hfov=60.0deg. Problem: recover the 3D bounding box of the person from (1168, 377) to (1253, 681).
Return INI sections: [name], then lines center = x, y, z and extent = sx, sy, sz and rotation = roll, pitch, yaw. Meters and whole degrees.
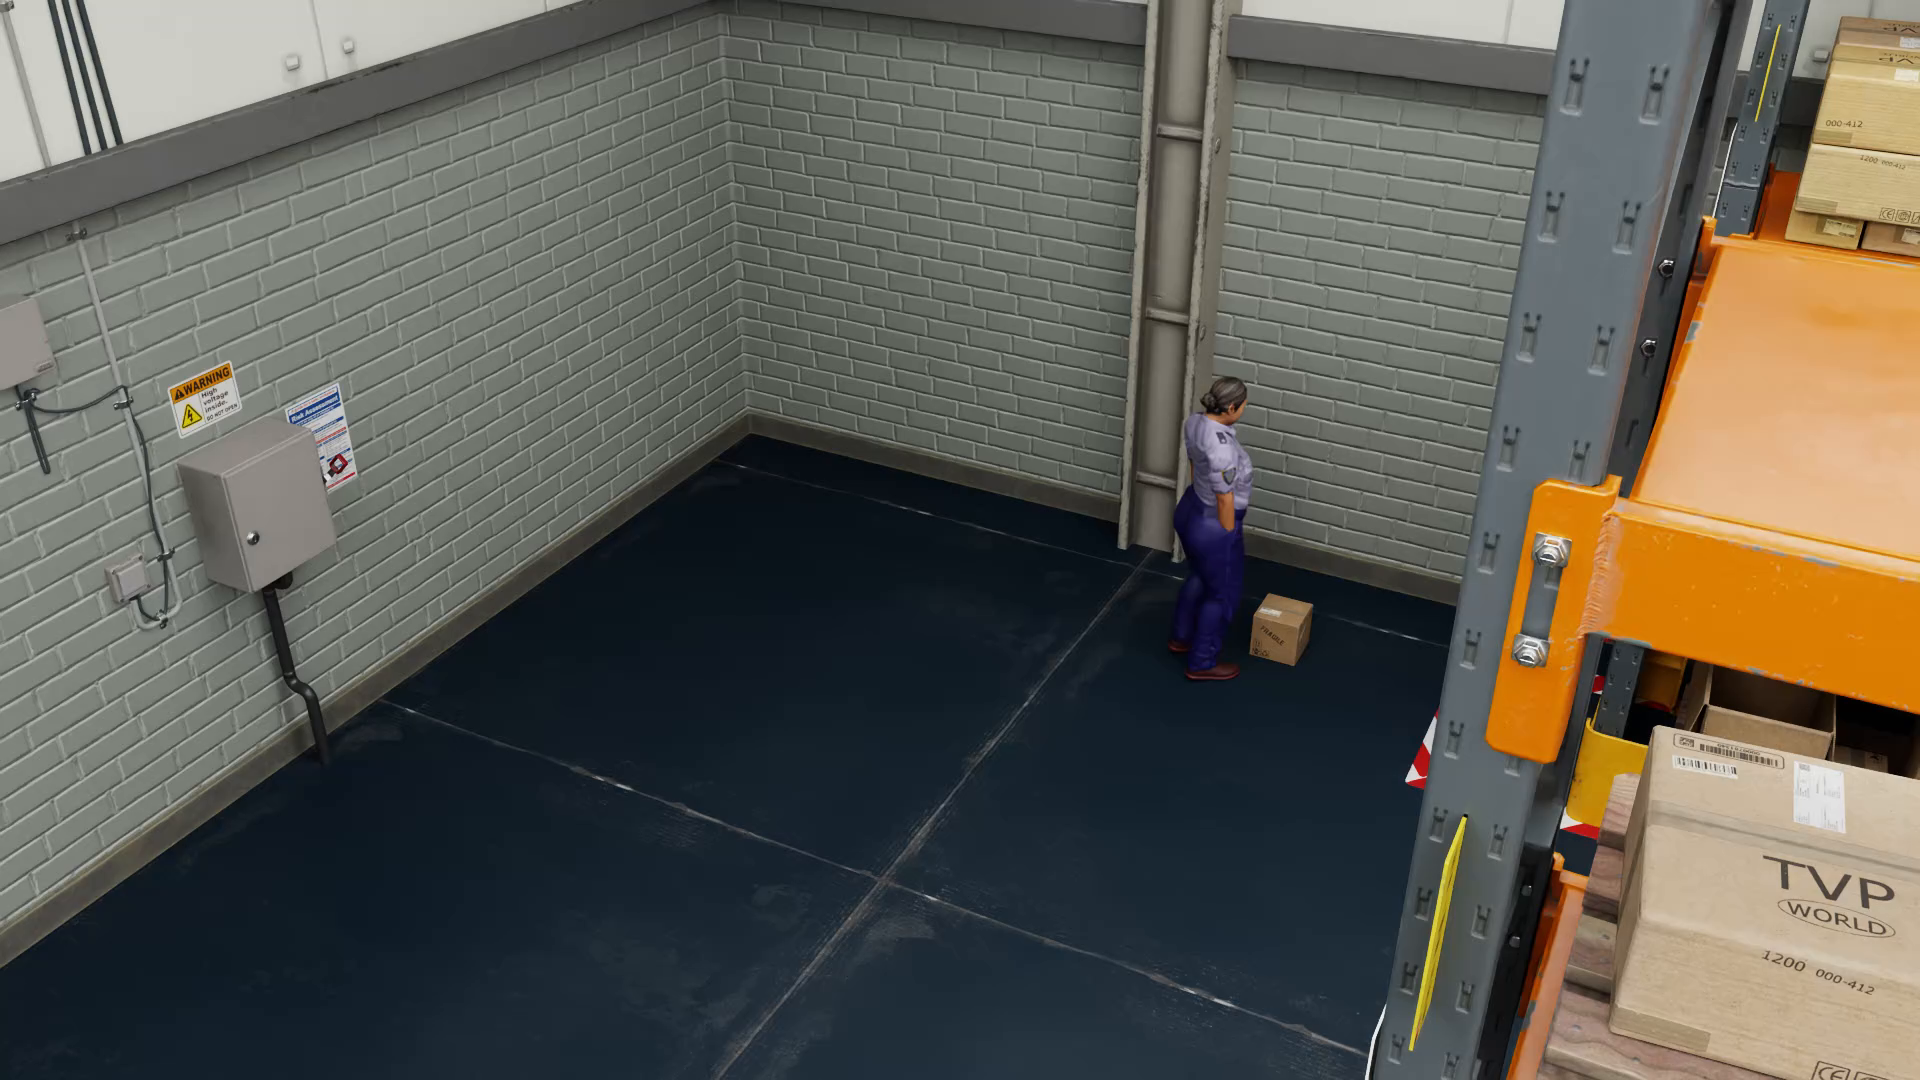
[person]
center = 1.269, -0.070, 8.441
extent = 0.339, 1.642, 0.476
rotation = -6, 31, -11
